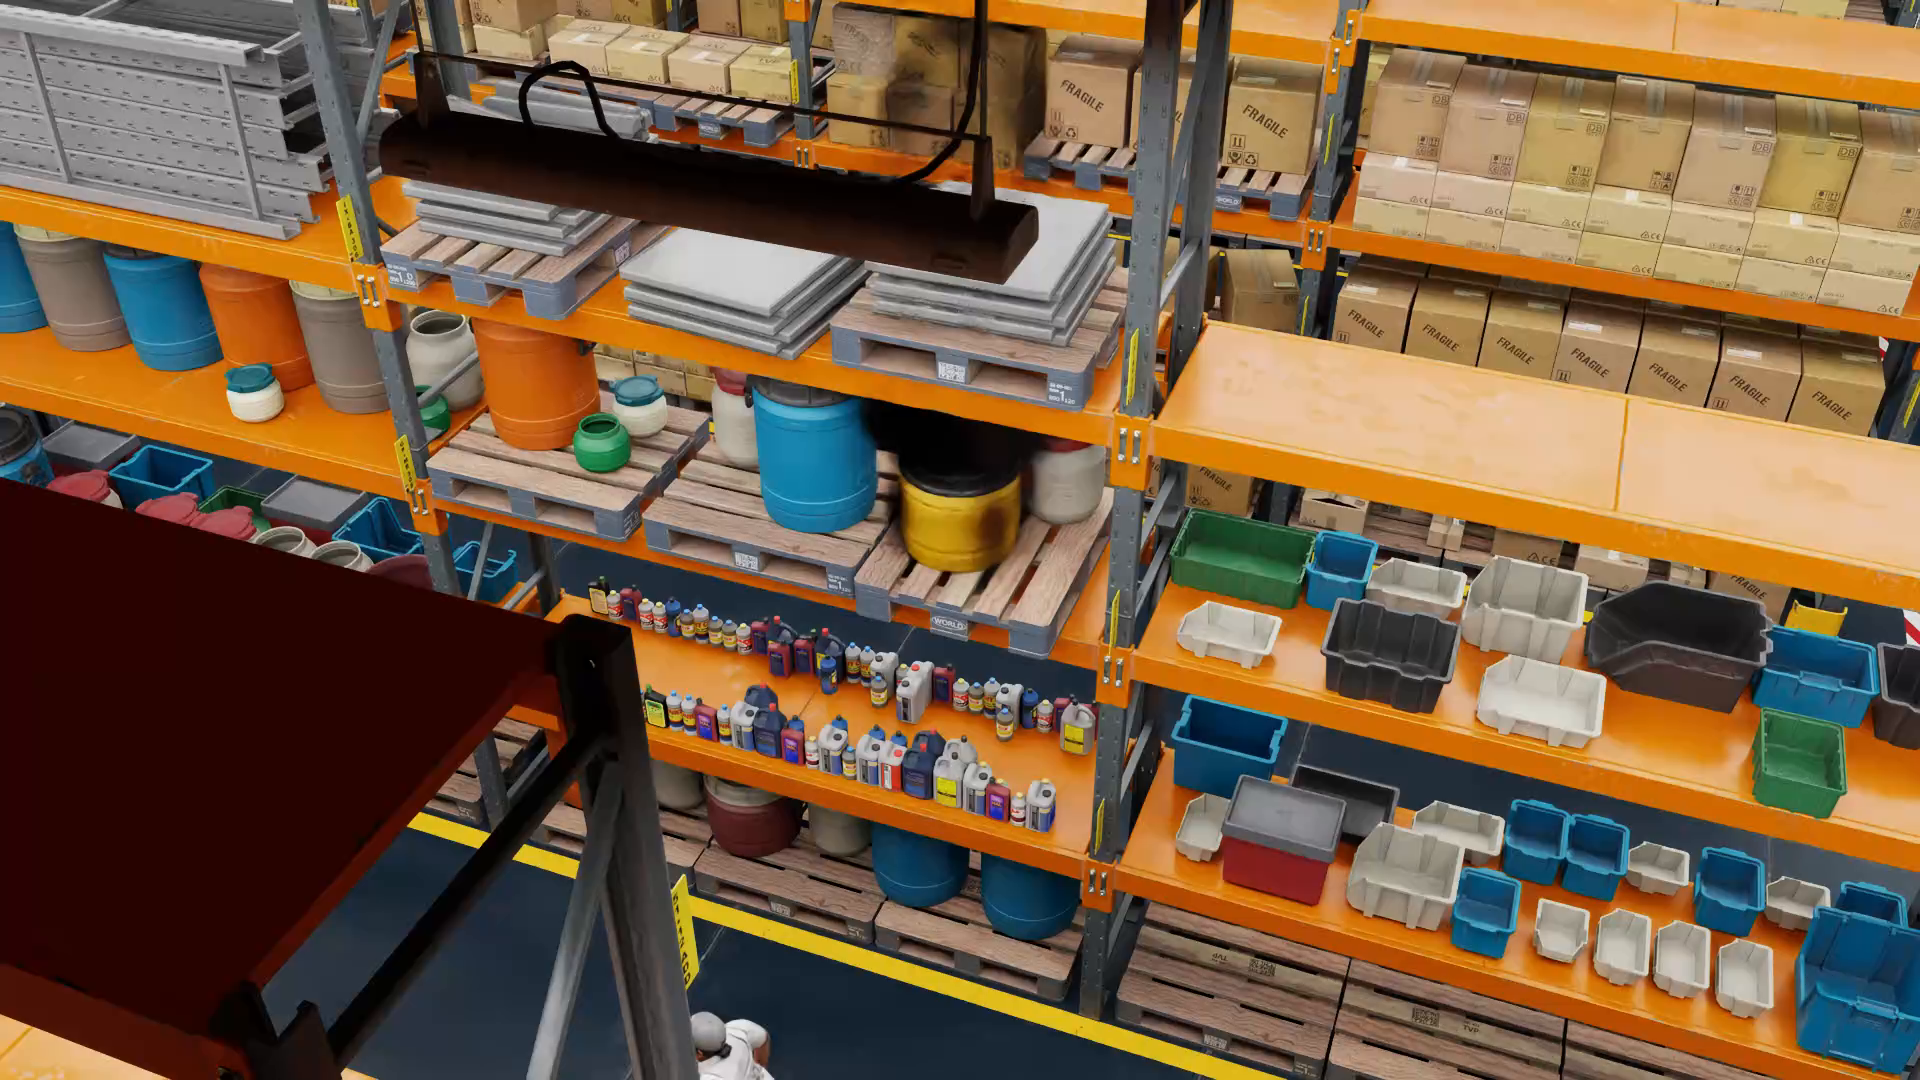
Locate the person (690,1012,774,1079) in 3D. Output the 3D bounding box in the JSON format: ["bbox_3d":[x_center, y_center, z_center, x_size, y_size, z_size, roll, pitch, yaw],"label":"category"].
[{"bbox_3d":[-1.024,2.885,8.182,0.700,1.641,0.630,8,37,11],"label":"person"}]
